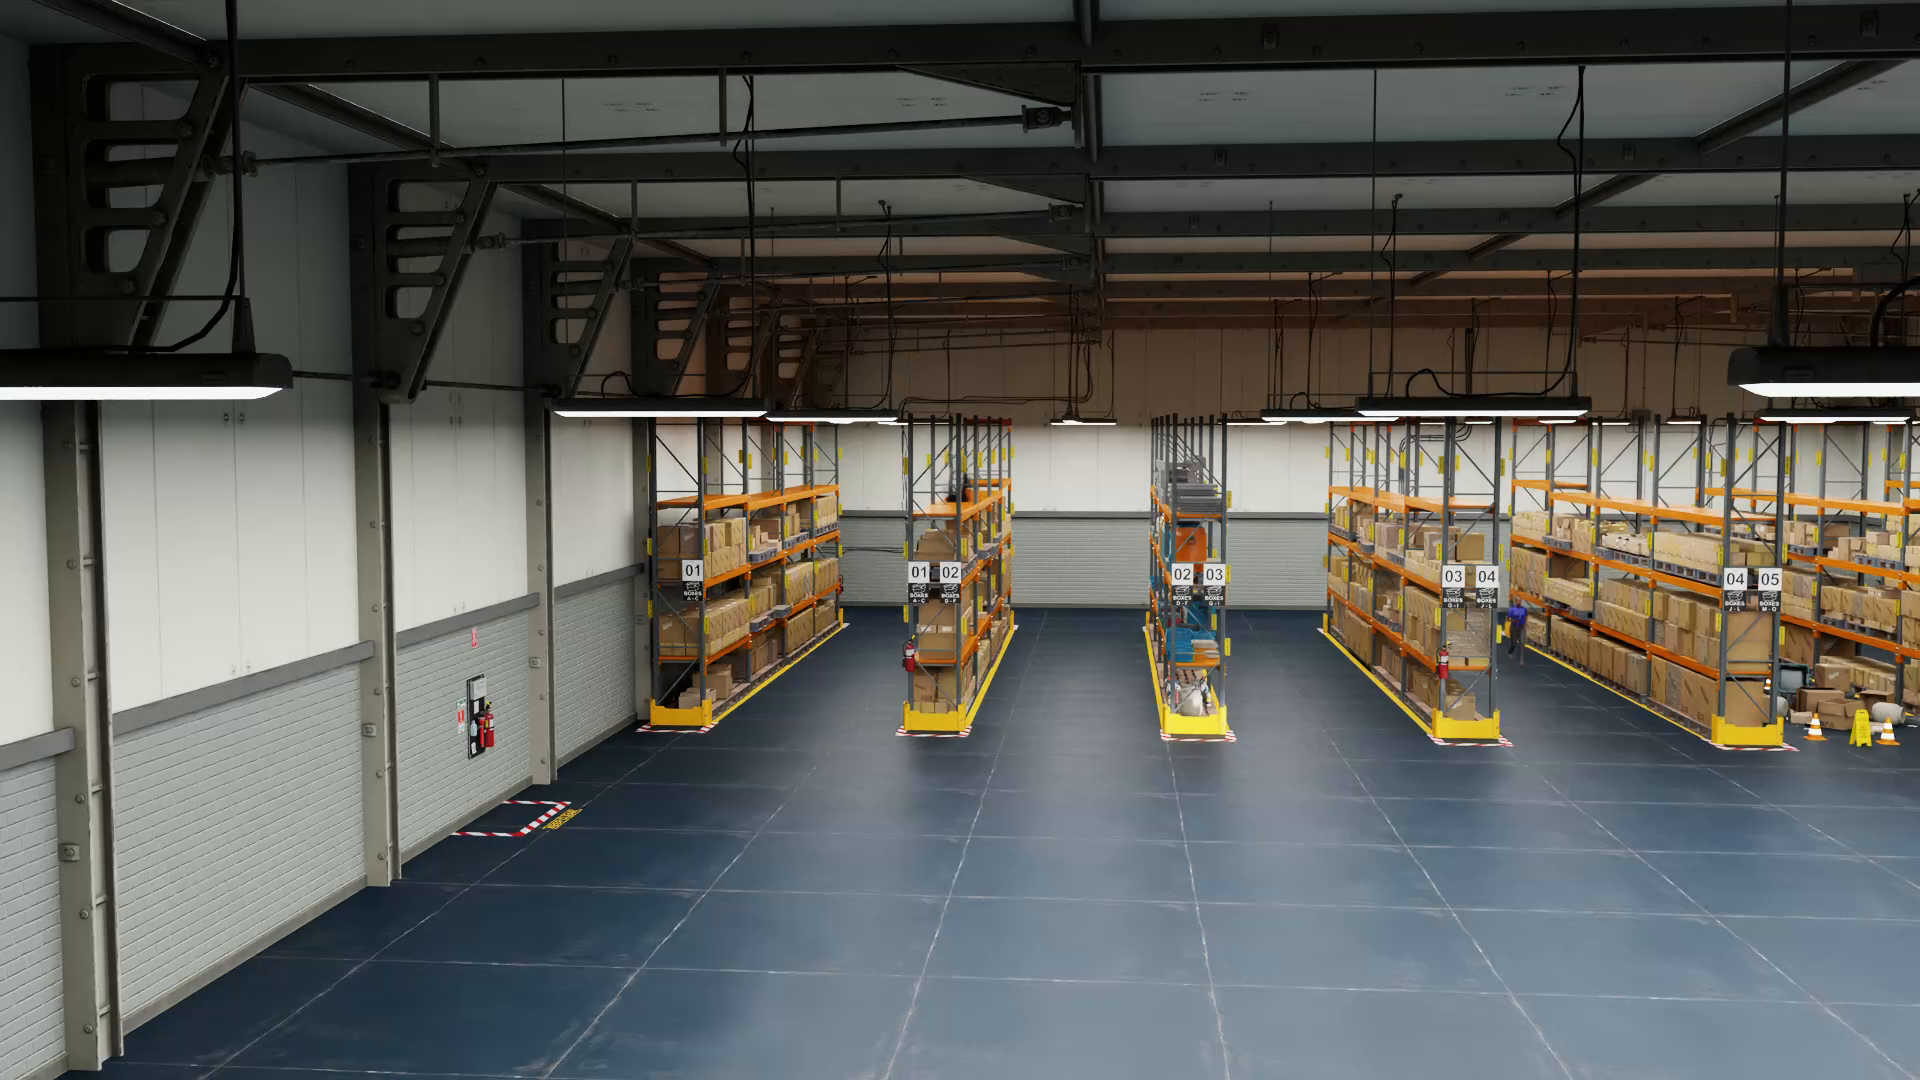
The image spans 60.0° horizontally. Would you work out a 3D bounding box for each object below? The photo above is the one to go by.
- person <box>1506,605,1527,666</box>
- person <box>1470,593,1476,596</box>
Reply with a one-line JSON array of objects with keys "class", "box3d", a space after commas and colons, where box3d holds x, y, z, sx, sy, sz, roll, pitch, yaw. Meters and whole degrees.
[{"class": "person", "box3d": [13.441, 2.275, 40.078, 0.544, 1.423, 0.957, 0, 4, 2]}, {"class": "person", "box3d": [13.903, 1.883, 45.737, 0.611, 1.556, 0.480, 2, 4, 24]}]
